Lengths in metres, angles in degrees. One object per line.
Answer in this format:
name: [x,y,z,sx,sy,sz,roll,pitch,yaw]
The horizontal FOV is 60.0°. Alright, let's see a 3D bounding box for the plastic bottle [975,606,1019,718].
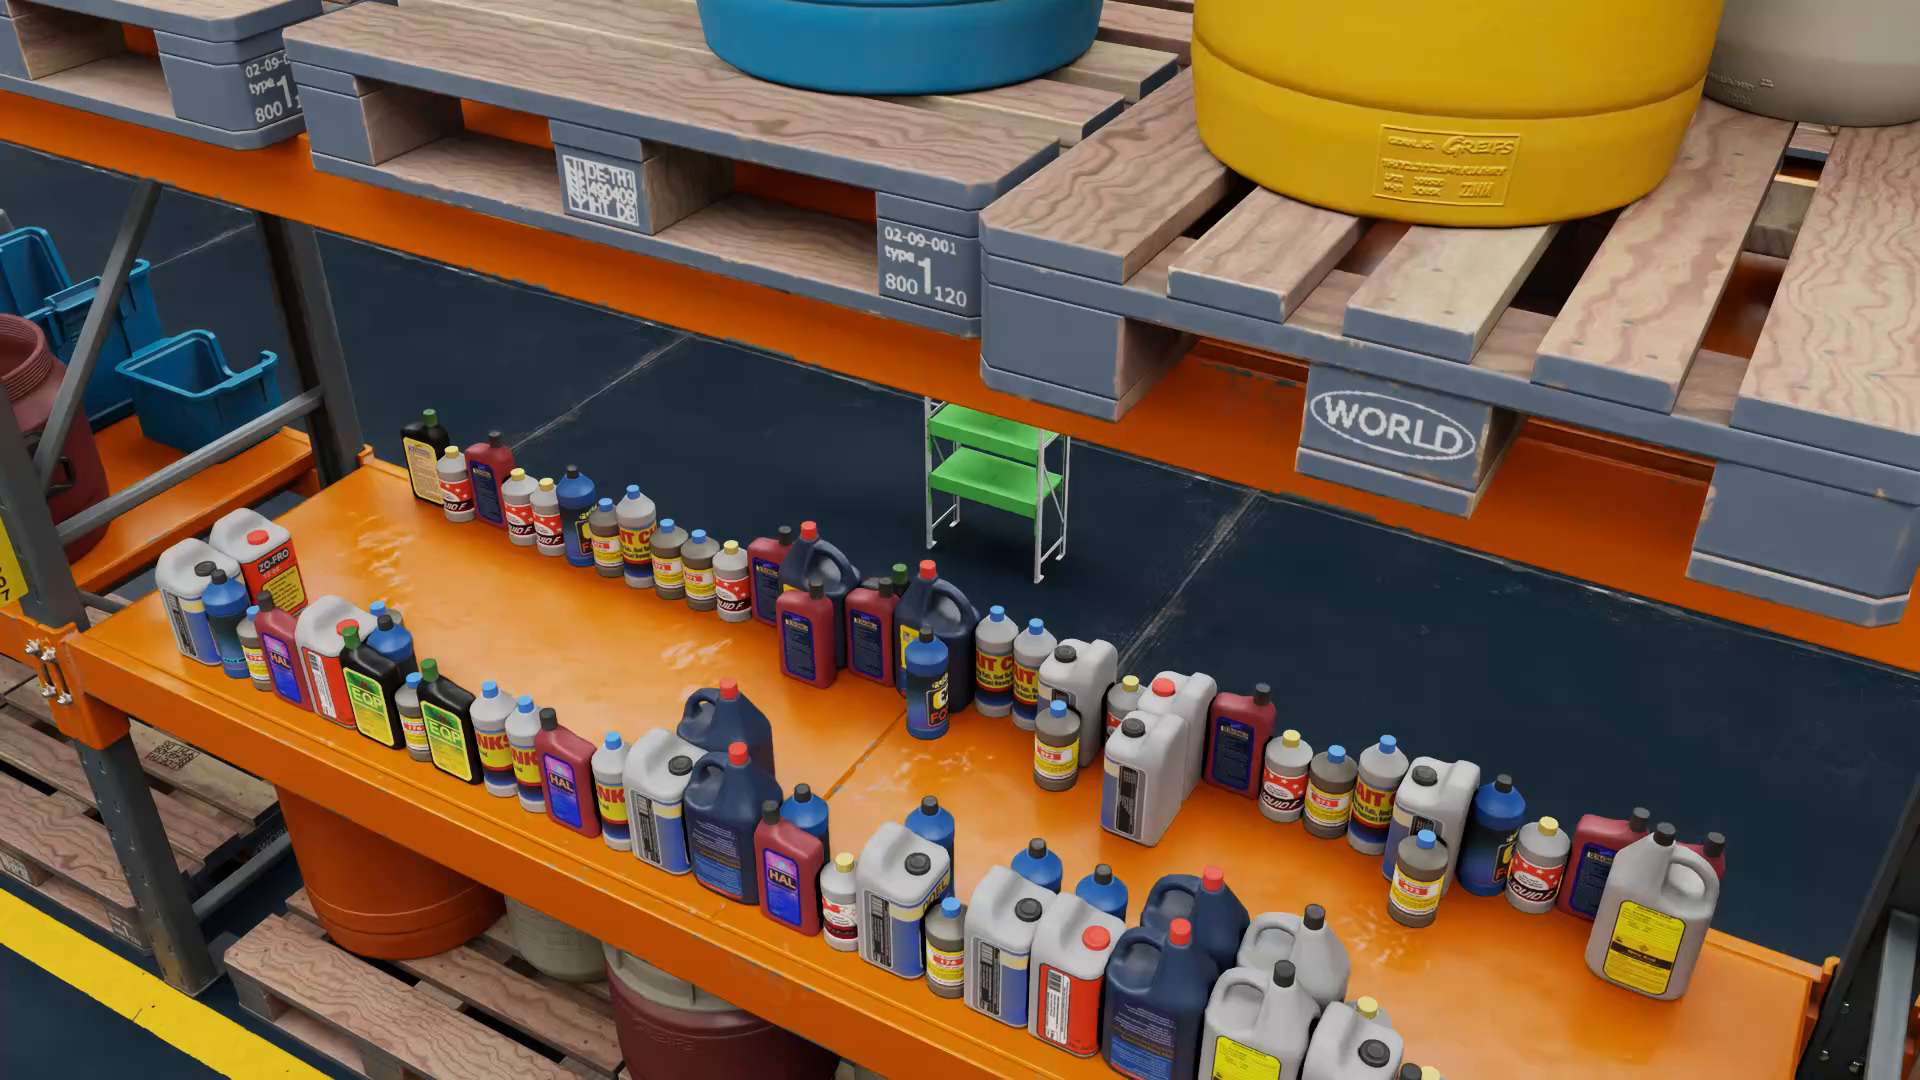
plastic bottle: [0.083,0.267,3.759,0.097,0.271,0.097,0,34,0]

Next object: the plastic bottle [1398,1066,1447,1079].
plastic bottle: [0.770,0.959,2.782,0.097,0.201,0.097,0,34,0]

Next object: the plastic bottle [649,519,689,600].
plastic bottle: [-0.724,0.041,4.162,0.097,0.201,0.097,0,34,0]

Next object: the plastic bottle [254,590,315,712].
plastic bottle: [-1.523,0.250,3.774,0.133,0.283,0.061,18,37,24]

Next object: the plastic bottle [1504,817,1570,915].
plastic bottle: [1.141,0.631,3.275,0.097,0.201,0.097,0,34,0]

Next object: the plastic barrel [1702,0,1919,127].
plastic barrel: [1.140,-0.831,2.084,0.433,0.535,0.433,0,34,0]

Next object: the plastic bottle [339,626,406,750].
plastic bottle: [-1.290,0.323,3.663,0.133,0.283,0.061,18,37,24]

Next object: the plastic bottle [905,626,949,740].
plastic bottle: [-0.074,0.310,3.695,0.097,0.271,0.097,0,34,0]

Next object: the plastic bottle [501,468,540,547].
plastic bottle: [-1.146,-0.093,4.363,0.097,0.201,0.097,0,34,0]

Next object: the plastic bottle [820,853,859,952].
plastic bottle: [-0.218,0.686,3.194,0.097,0.201,0.097,0,34,0]

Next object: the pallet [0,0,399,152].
pallet: [-1.385,-1.098,3.157,1.213,0.211,1.003,18,37,24]

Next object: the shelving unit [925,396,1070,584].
shelving unit: [0.144,-0.454,6.349,0.503,1.200,0.258,18,37,24]

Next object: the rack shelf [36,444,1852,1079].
rack shelf: [-0.264,0.664,3.696,4.000,0.370,1.077,18,37,24]

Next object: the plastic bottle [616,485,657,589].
plastic bottle: [-0.808,-0.015,4.183,0.097,0.271,0.097,0,34,0]

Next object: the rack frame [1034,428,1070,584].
rack frame: [0.356,-0.387,6.248,0.015,1.200,0.240,18,37,24]

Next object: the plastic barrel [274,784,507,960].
plastic barrel: [-1.567,0.669,4.618,0.708,0.830,0.600,18,37,24]

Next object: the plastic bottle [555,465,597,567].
plastic bottle: [-0.977,-0.069,4.263,0.097,0.271,0.097,0,34,0]

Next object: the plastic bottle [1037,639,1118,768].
plastic bottle: [0.254,0.337,3.650,0.135,0.276,0.152,18,37,24]

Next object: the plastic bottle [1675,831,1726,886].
plastic bottle: [1.366,0.657,3.163,0.133,0.283,0.061,18,37,24]

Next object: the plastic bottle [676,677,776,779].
plastic bottle: [-0.486,0.426,3.448,0.185,0.351,0.144,18,37,24]

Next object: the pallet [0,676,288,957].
pallet: [-2.654,0.743,5.443,1.213,0.211,1.003,18,37,24]

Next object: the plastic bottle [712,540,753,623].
plastic bottle: [-0.555,0.094,4.081,0.097,0.201,0.097,0,34,0]

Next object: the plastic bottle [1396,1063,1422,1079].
plastic bottle: [0.746,0.968,2.695,0.133,0.283,0.061,18,37,24]

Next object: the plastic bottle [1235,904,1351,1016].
plastic bottle: [0.583,0.770,2.932,0.185,0.351,0.144,18,37,24]

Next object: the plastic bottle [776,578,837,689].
plastic bottle: [-0.356,0.203,3.844,0.133,0.283,0.061,18,37,24]

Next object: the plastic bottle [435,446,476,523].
plastic bottle: [-1.347,-0.157,4.458,0.097,0.201,0.097,0,34,0]

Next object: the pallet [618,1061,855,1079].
pallet: [-0.240,1.508,4.295,1.213,0.211,1.003,18,37,24]

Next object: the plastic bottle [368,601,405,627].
plastic bottle: [-1.338,0.234,3.872,0.097,0.201,0.097,0,34,0]

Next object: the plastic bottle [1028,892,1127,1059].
plastic bottle: [0.215,0.774,2.993,0.135,0.276,0.152,18,37,24]

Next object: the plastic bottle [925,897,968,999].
plastic bottle: [-0.016,0.749,3.098,0.097,0.201,0.097,0,34,0]

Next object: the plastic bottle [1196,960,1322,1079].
plastic bottle: [0.512,0.840,2.827,0.185,0.351,0.144,18,37,24]

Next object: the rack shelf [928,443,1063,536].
rack shelf: [0.144,-0.201,6.518,0.480,0.148,0.258,18,37,24]

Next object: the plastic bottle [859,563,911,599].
plastic bottle: [-0.169,0.171,3.893,0.133,0.283,0.061,18,37,24]

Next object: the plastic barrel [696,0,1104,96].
plastic barrel: [-0.085,-1.113,2.178,0.708,0.901,0.600,18,37,24]

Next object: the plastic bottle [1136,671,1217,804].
plastic bottle: [0.455,0.401,3.554,0.135,0.276,0.152,18,37,24]

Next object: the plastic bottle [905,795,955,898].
plastic bottle: [-0.058,0.610,3.244,0.097,0.271,0.097,0,34,0]

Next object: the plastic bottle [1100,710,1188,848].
plastic bottle: [0.380,0.474,3.444,0.135,0.276,0.152,18,37,24]

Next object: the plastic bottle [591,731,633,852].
plastic bottle: [-0.696,0.505,3.401,0.097,0.271,0.097,0,34,0]

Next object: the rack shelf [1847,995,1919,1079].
rack shelf: [3.209,1.764,2.044,4.000,0.370,1.077,18,37,24]

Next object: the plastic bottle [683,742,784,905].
plastic bottle: [-0.445,0.537,3.282,0.185,0.351,0.144,18,37,24]

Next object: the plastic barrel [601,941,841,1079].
plastic barrel: [-0.587,1.080,4.218,0.708,0.588,0.600,18,37,24]

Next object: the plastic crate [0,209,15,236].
plastic crate: [-3.252,-0.804,5.193,0.583,0.464,0.402,18,37,24]

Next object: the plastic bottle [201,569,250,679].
plastic bottle: [-1.698,0.187,3.878,0.097,0.271,0.097,0,34,0]

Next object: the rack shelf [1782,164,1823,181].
rack shelf: [2.197,-1.719,7.274,4.000,0.370,1.077,18,37,24]

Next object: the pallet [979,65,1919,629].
pallet: [0.743,-0.424,2.145,1.003,0.211,1.213,18,37,24]

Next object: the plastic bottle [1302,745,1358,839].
plastic bottle: [0.770,0.514,3.451,0.097,0.201,0.097,0,34,0]

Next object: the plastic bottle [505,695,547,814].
plastic bottle: [-0.896,0.442,3.497,0.097,0.271,0.097,0,34,0]

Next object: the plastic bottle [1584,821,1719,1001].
plastic bottle: [1.292,0.671,3.081,0.185,0.351,0.144,18,37,24]

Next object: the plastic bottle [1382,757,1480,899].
plastic bottle: [0.942,0.555,3.323,0.135,0.276,0.152,18,37,24]

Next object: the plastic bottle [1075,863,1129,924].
plastic bottle: [0.260,0.711,3.092,0.097,0.271,0.097,0,34,0]

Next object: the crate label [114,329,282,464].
crate label: [-2.180,-0.412,4.814,0.416,0.233,0.303,18,37,24]

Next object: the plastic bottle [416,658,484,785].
plastic bottle: [-1.090,0.387,3.568,0.133,0.283,0.061,18,37,24]
